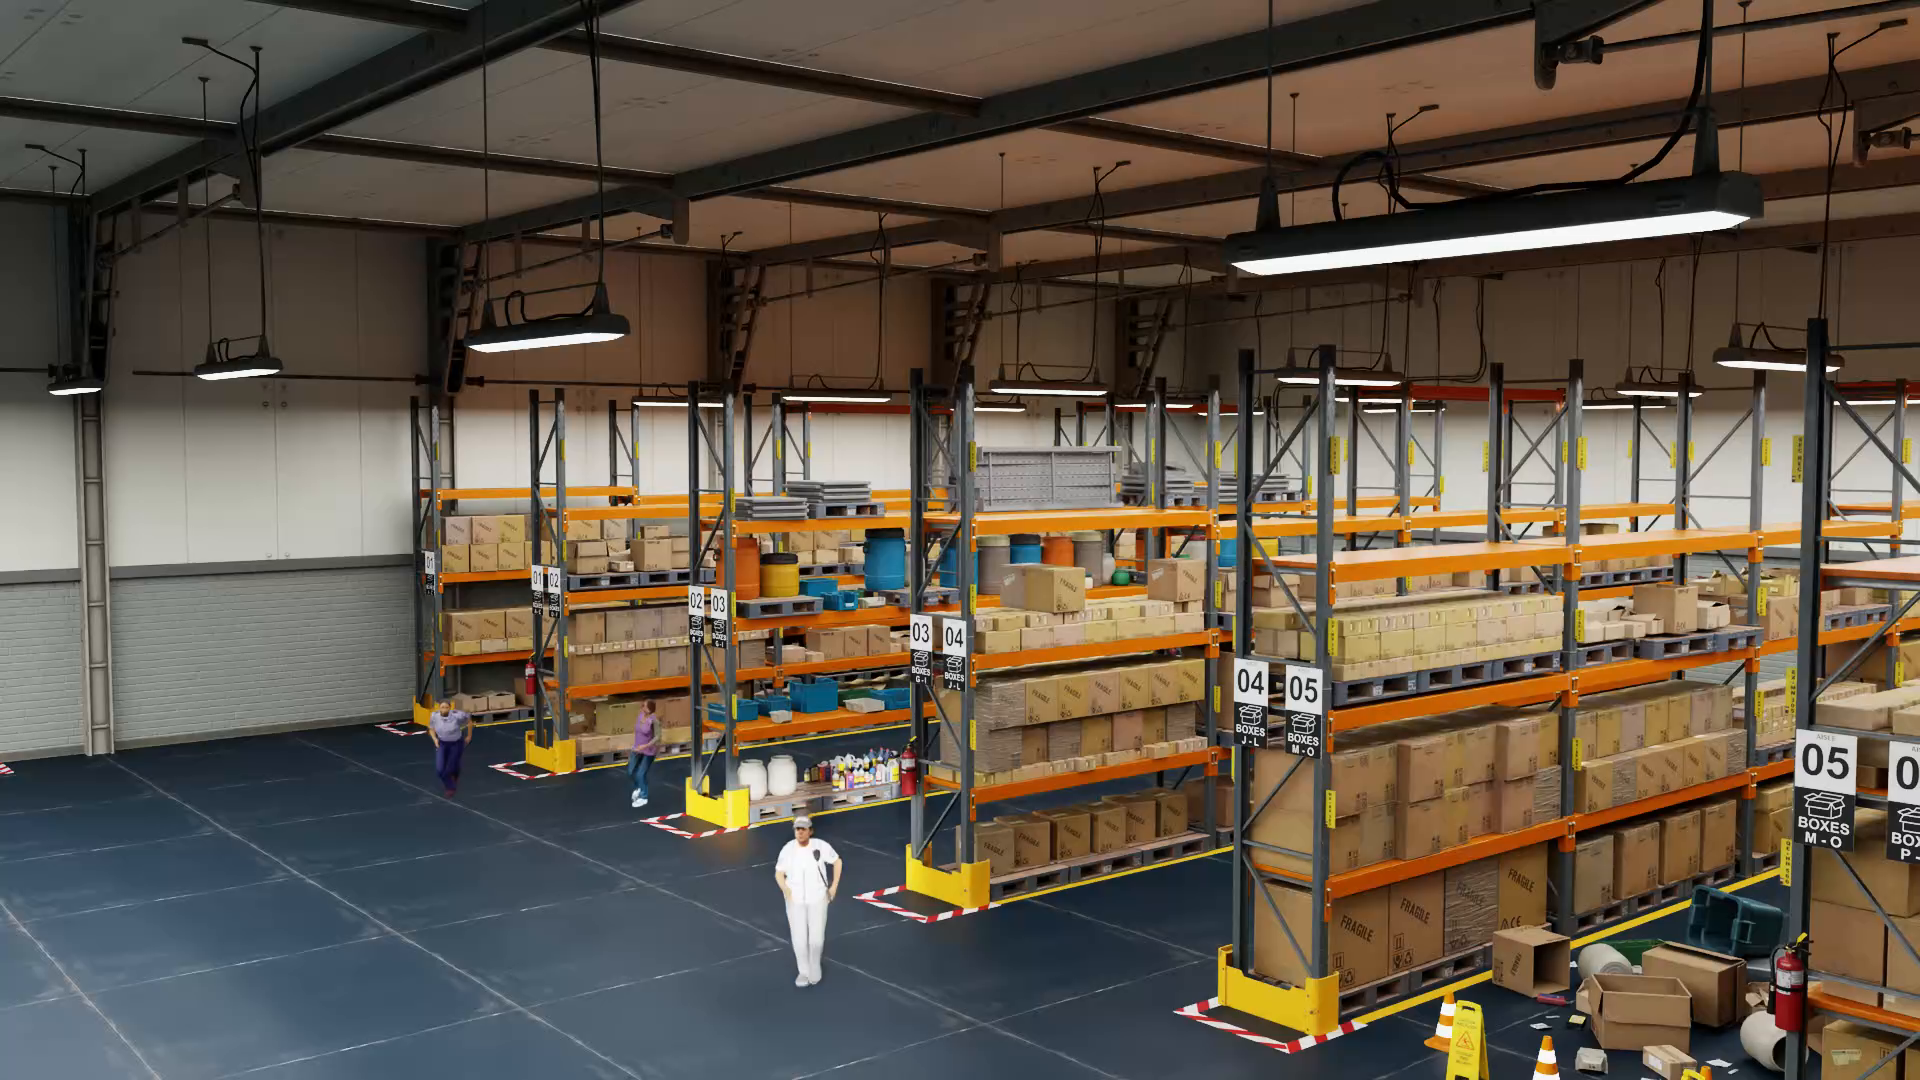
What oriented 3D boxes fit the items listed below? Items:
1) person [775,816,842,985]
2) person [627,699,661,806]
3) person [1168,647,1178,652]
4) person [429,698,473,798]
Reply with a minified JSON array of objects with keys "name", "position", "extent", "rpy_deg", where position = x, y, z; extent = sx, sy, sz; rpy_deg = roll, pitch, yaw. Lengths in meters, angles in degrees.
[{"name":"person","position":[-1.447,3.422,15.728],"extent":[0.618,1.627,0.570],"rpy_deg":[0,3,2]},{"name":"person","position":[-4.473,3.008,23.477],"extent":[0.573,1.553,0.481],"rpy_deg":[2,4,25]},{"name":"person","position":[4.276,2.347,32.795],"extent":[0.690,1.760,0.885],"rpy_deg":[3,5,44]},{"name":"person","position":[-7.407,3.011,24.250],"extent":[0.608,1.488,0.821],"rpy_deg":[0,3,-6]}]
